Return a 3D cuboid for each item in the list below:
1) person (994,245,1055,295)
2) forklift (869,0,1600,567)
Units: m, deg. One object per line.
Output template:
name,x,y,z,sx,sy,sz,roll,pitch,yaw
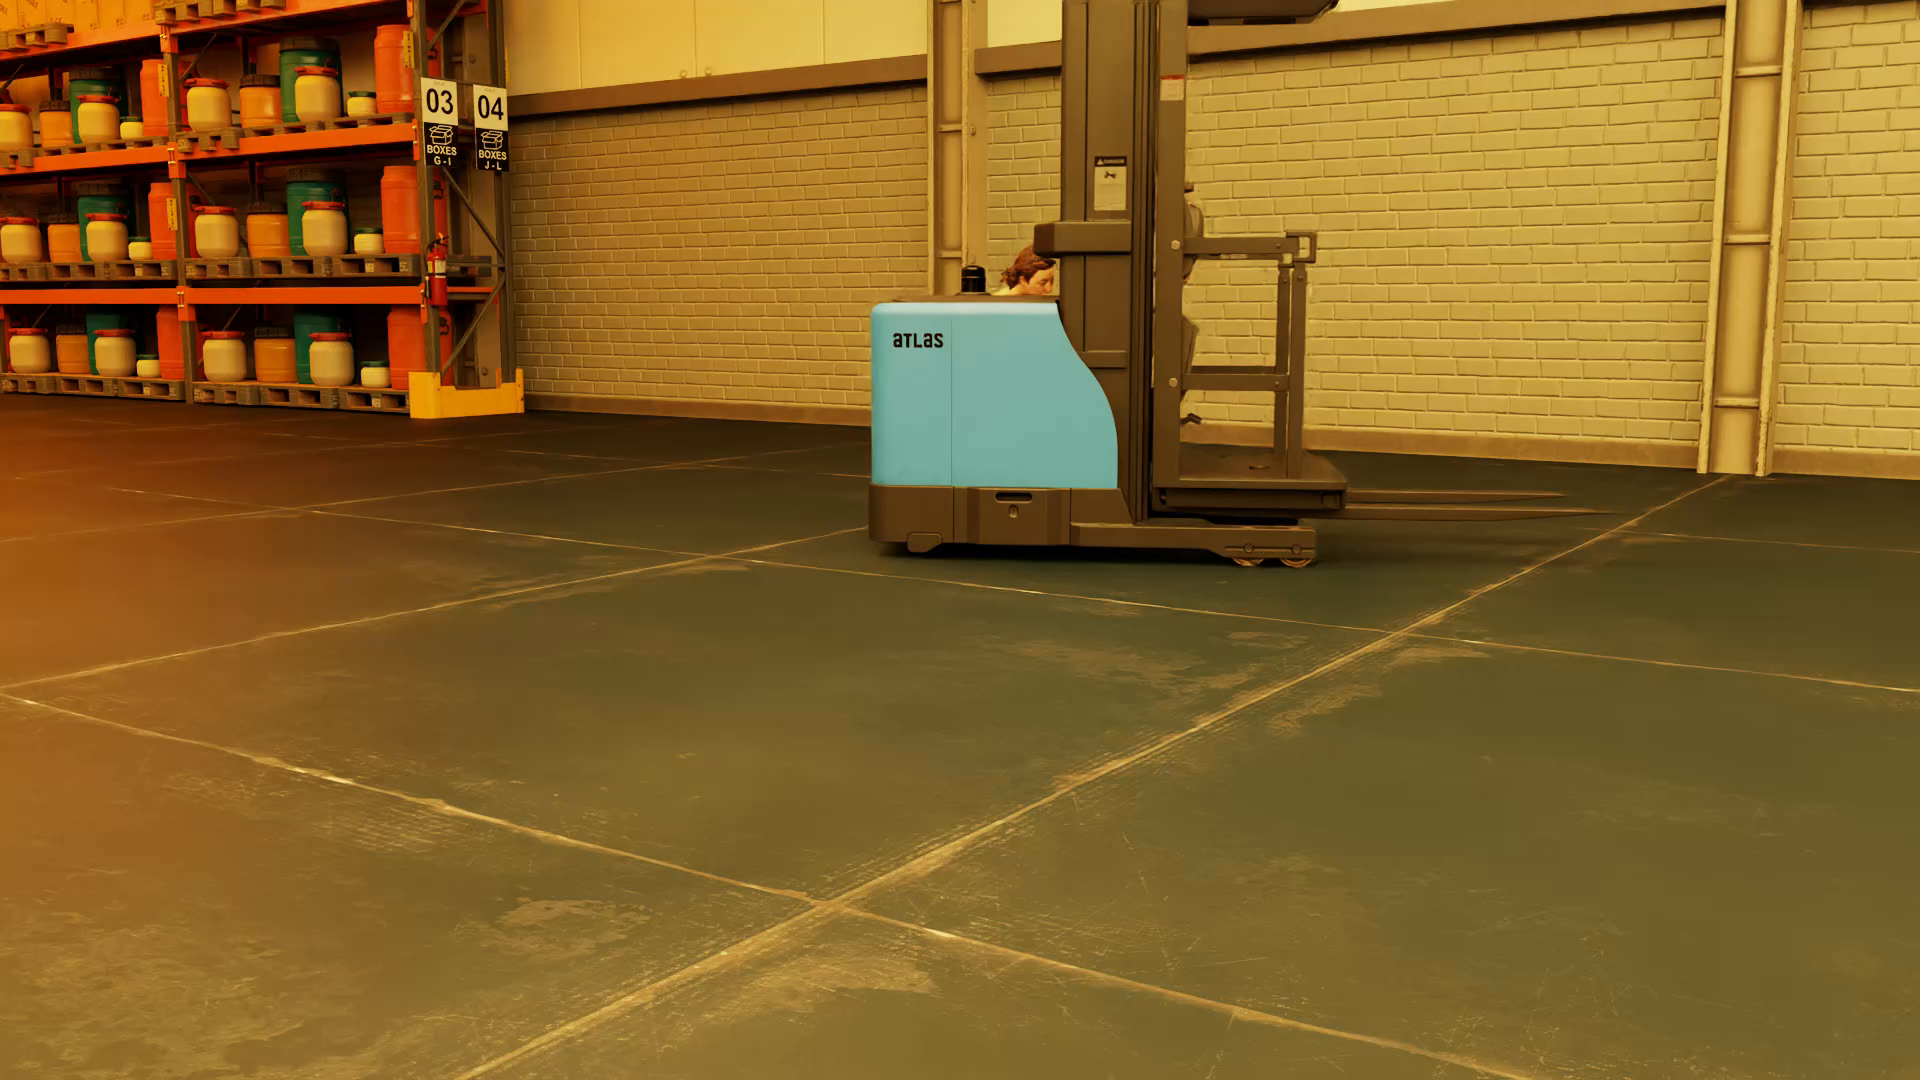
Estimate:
person,0.484,-0.746,8.223,0.976,1.399,0.915,-7,11,-40
forklift,1.167,-1.418,7.166,3.031,2.935,1.130,1,8,7
